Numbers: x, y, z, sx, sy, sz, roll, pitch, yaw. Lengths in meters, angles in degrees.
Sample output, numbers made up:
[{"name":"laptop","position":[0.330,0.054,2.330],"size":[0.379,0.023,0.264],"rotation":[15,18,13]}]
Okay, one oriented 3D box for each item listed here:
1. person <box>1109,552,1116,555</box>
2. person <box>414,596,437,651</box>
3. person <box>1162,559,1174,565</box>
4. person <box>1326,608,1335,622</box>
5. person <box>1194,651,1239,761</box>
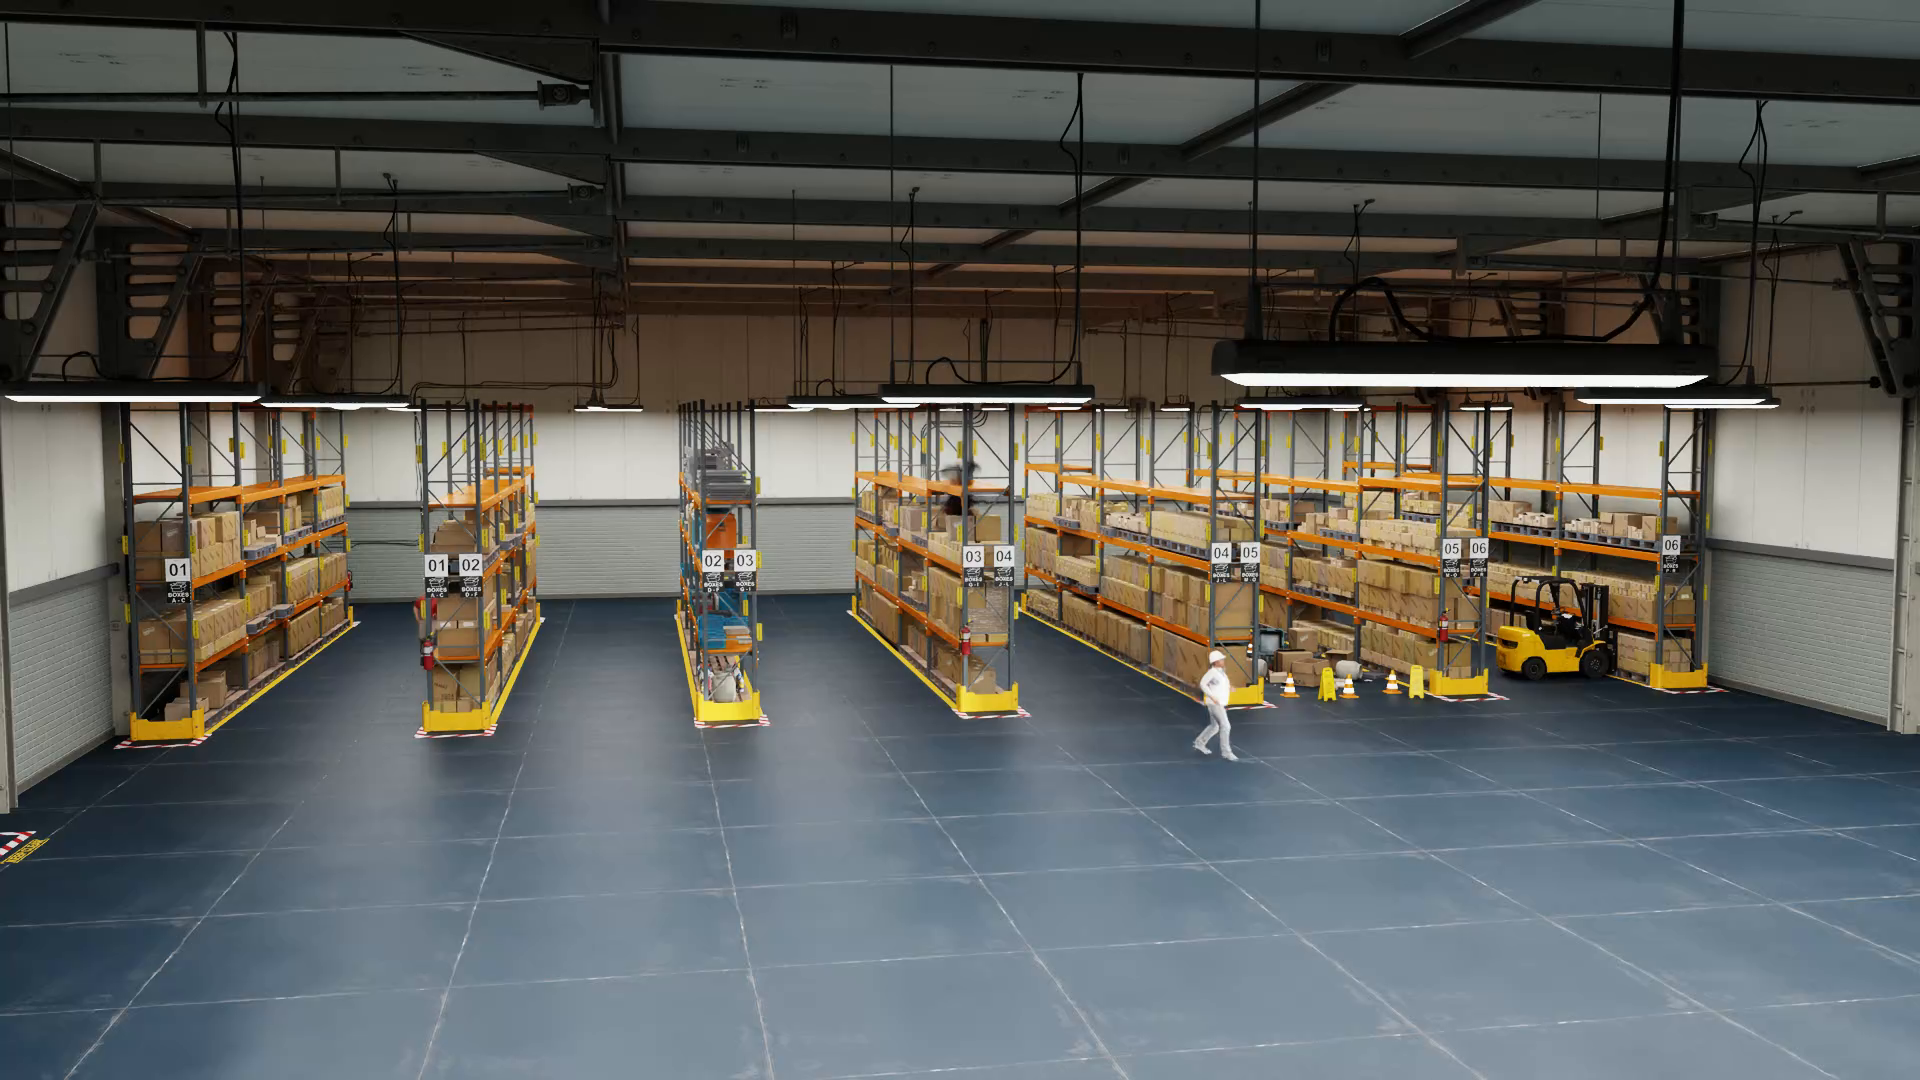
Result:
[{"name":"person","position":[4.417,1.247,47.966],"size":[0.677,1.820,0.778],"rotation":[-1,4,-15]},{"name":"person","position":[-12.425,1.943,38.862],"size":[0.710,1.697,0.563],"rotation":[-1,4,-7]},{"name":"person","position":[6.344,1.068,50.759],"size":[0.673,1.670,0.567],"rotation":[-1,4,-11]},{"name":"person","position":[9.784,1.550,44.024],"size":[0.624,1.746,0.721],"rotation":[-2,5,-22]},{"name":"person","position":[4.277,2.745,27.678],"size":[0.784,1.805,0.664],"rotation":[2,5,20]}]
